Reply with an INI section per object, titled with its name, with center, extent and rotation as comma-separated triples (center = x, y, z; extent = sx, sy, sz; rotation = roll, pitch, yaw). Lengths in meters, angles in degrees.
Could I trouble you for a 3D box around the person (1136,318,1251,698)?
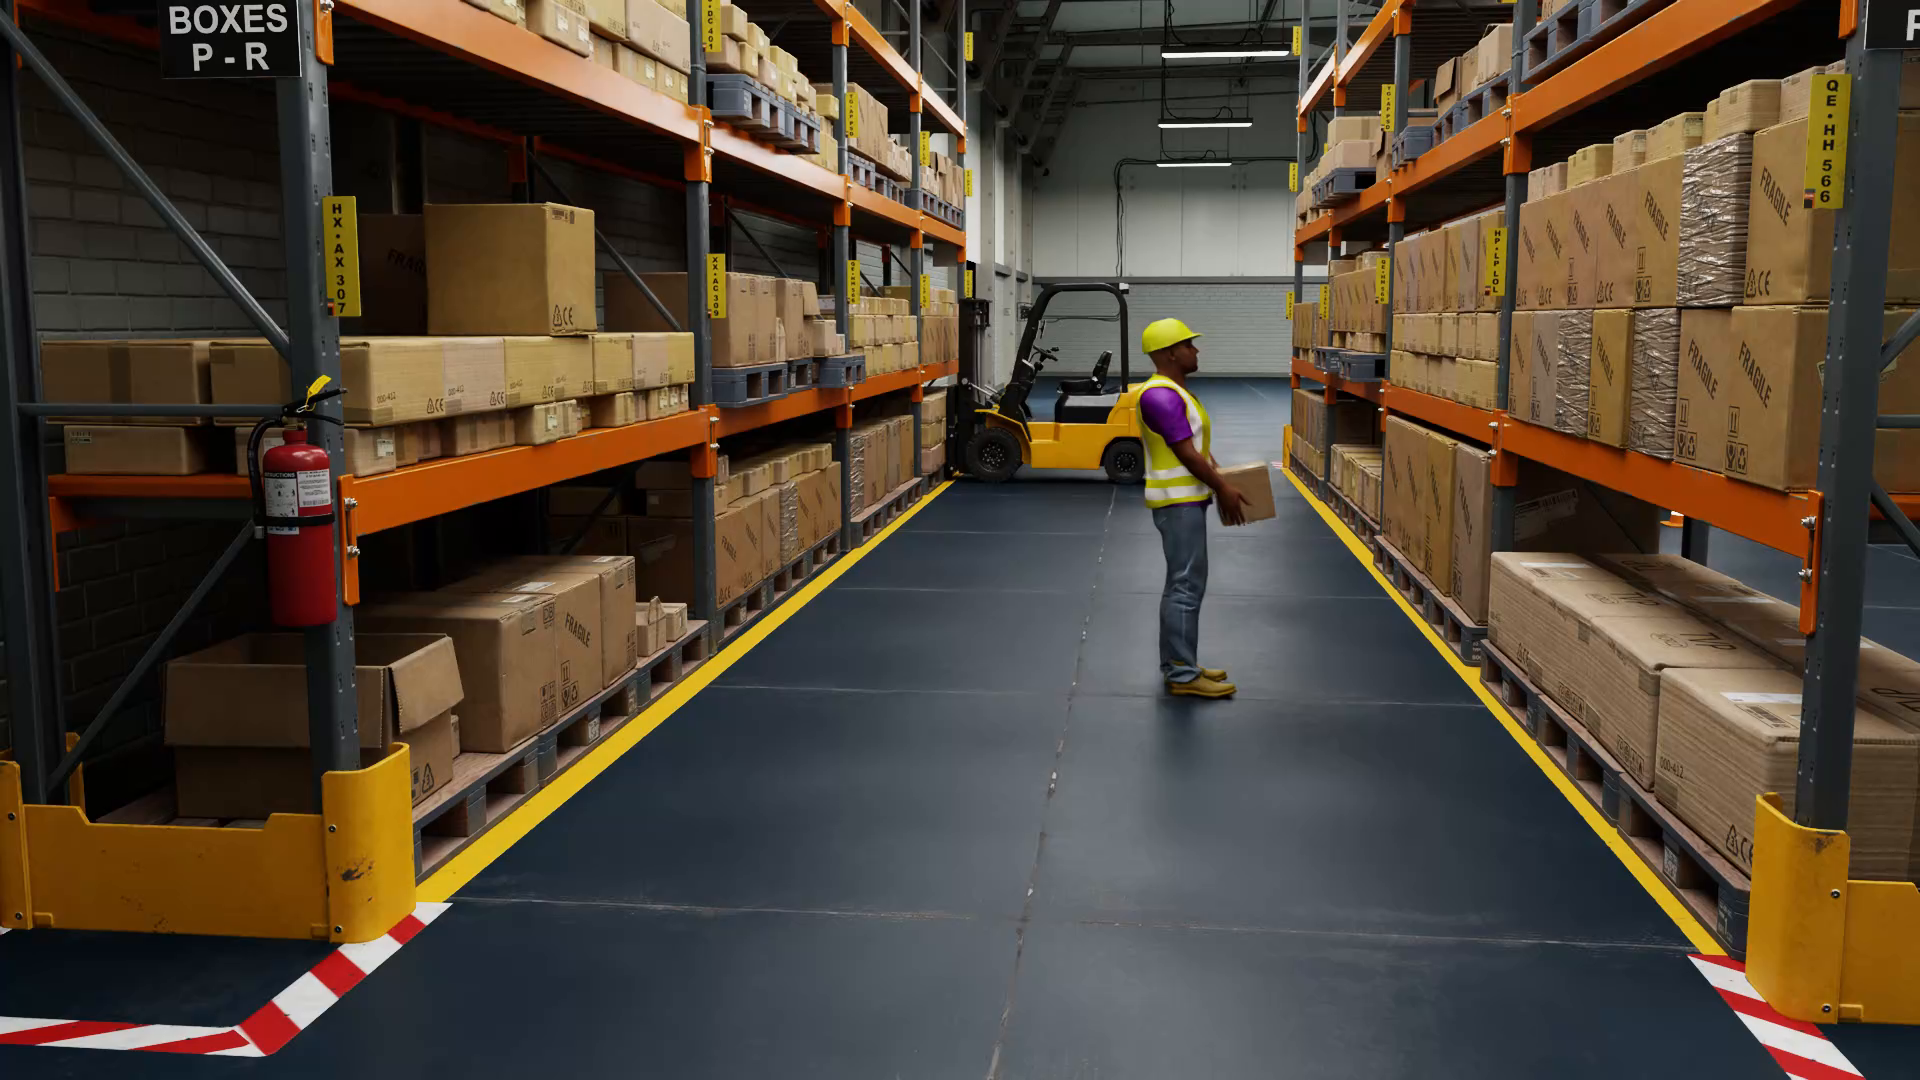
[person]
center = 1.123, -0.167, 7.941
extent = 0.551, 1.772, 0.529
rotation = 2, 8, 13
